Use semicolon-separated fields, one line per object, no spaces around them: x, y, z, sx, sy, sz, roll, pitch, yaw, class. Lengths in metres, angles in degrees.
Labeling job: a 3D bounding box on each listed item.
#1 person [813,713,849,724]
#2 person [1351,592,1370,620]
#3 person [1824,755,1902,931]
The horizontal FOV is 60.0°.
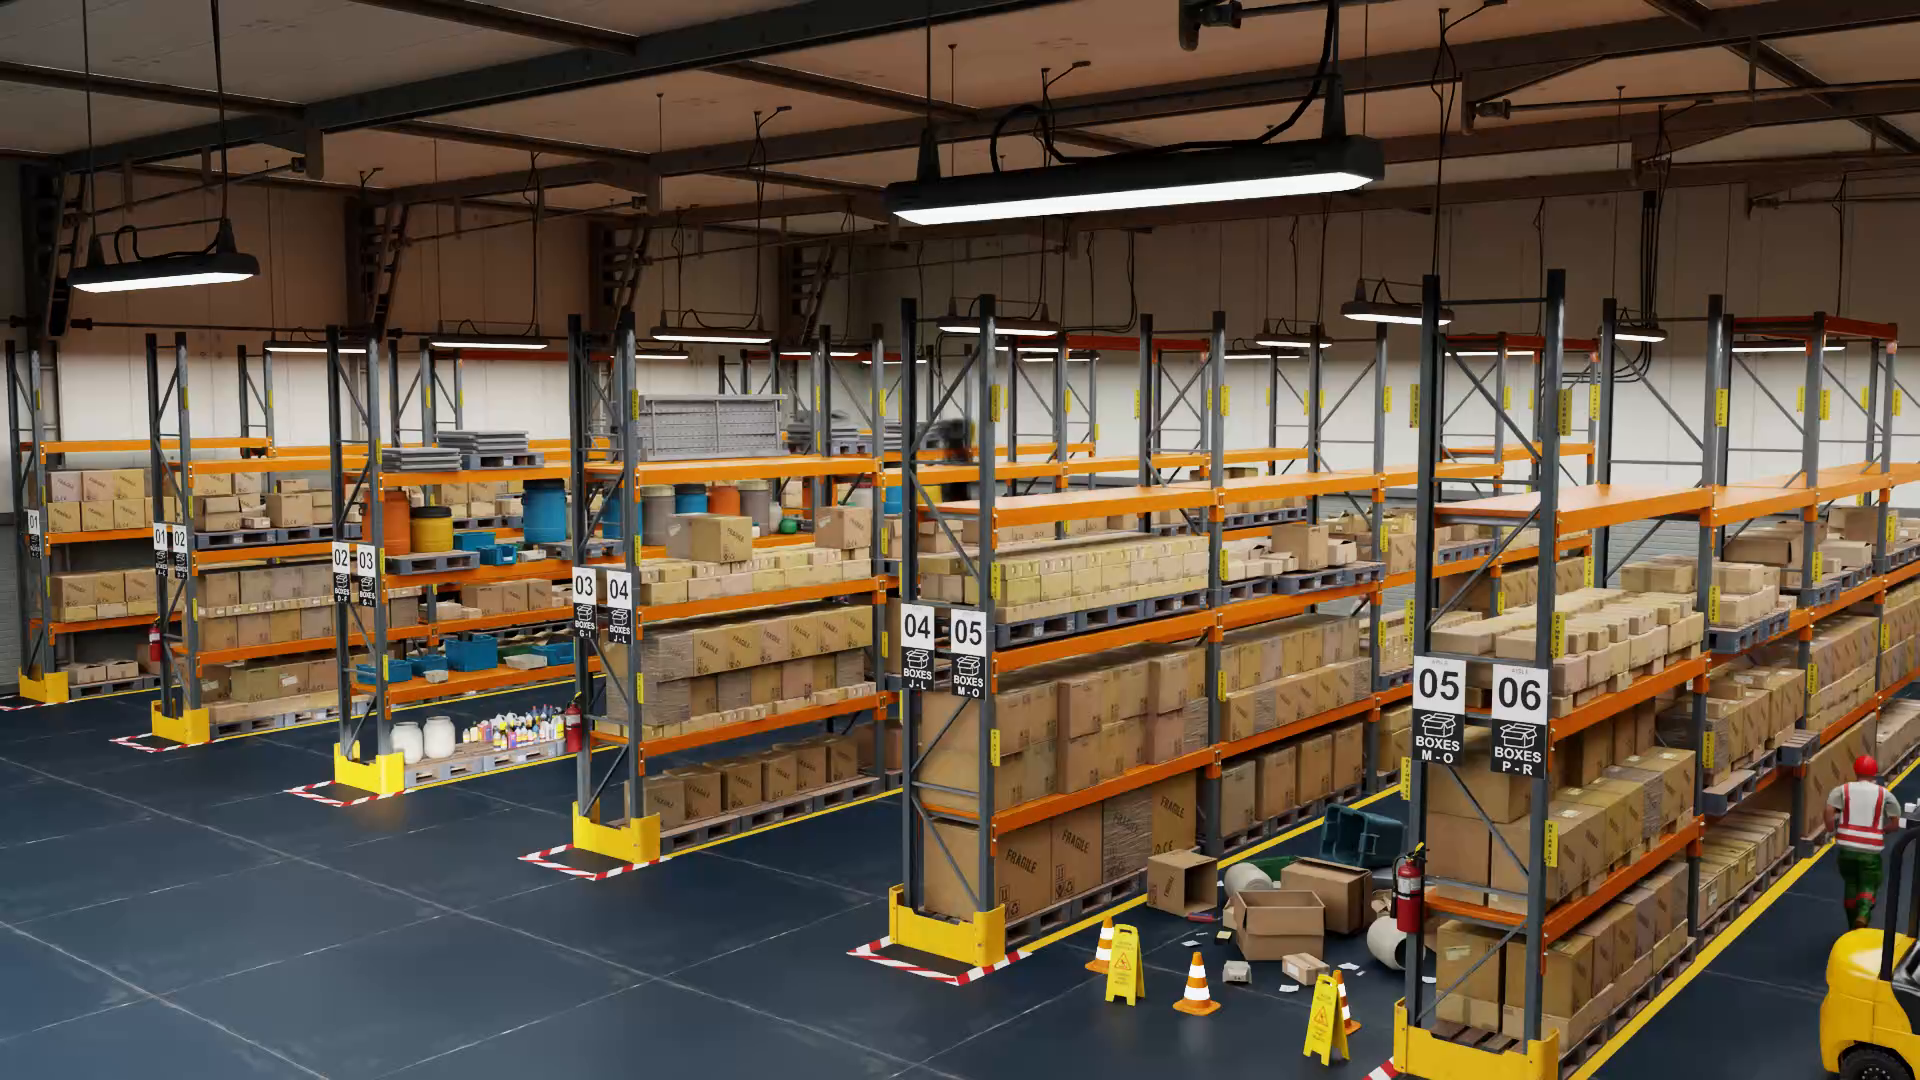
-2.000;1.993;26.023;0.597;1.692;0.790;3;6;29;person
7.303;1.650;30.089;0.501;1.588;0.831;2;5;20;person
8.475;2.907;15.632;0.651;1.737;0.791;4;6;34;person
